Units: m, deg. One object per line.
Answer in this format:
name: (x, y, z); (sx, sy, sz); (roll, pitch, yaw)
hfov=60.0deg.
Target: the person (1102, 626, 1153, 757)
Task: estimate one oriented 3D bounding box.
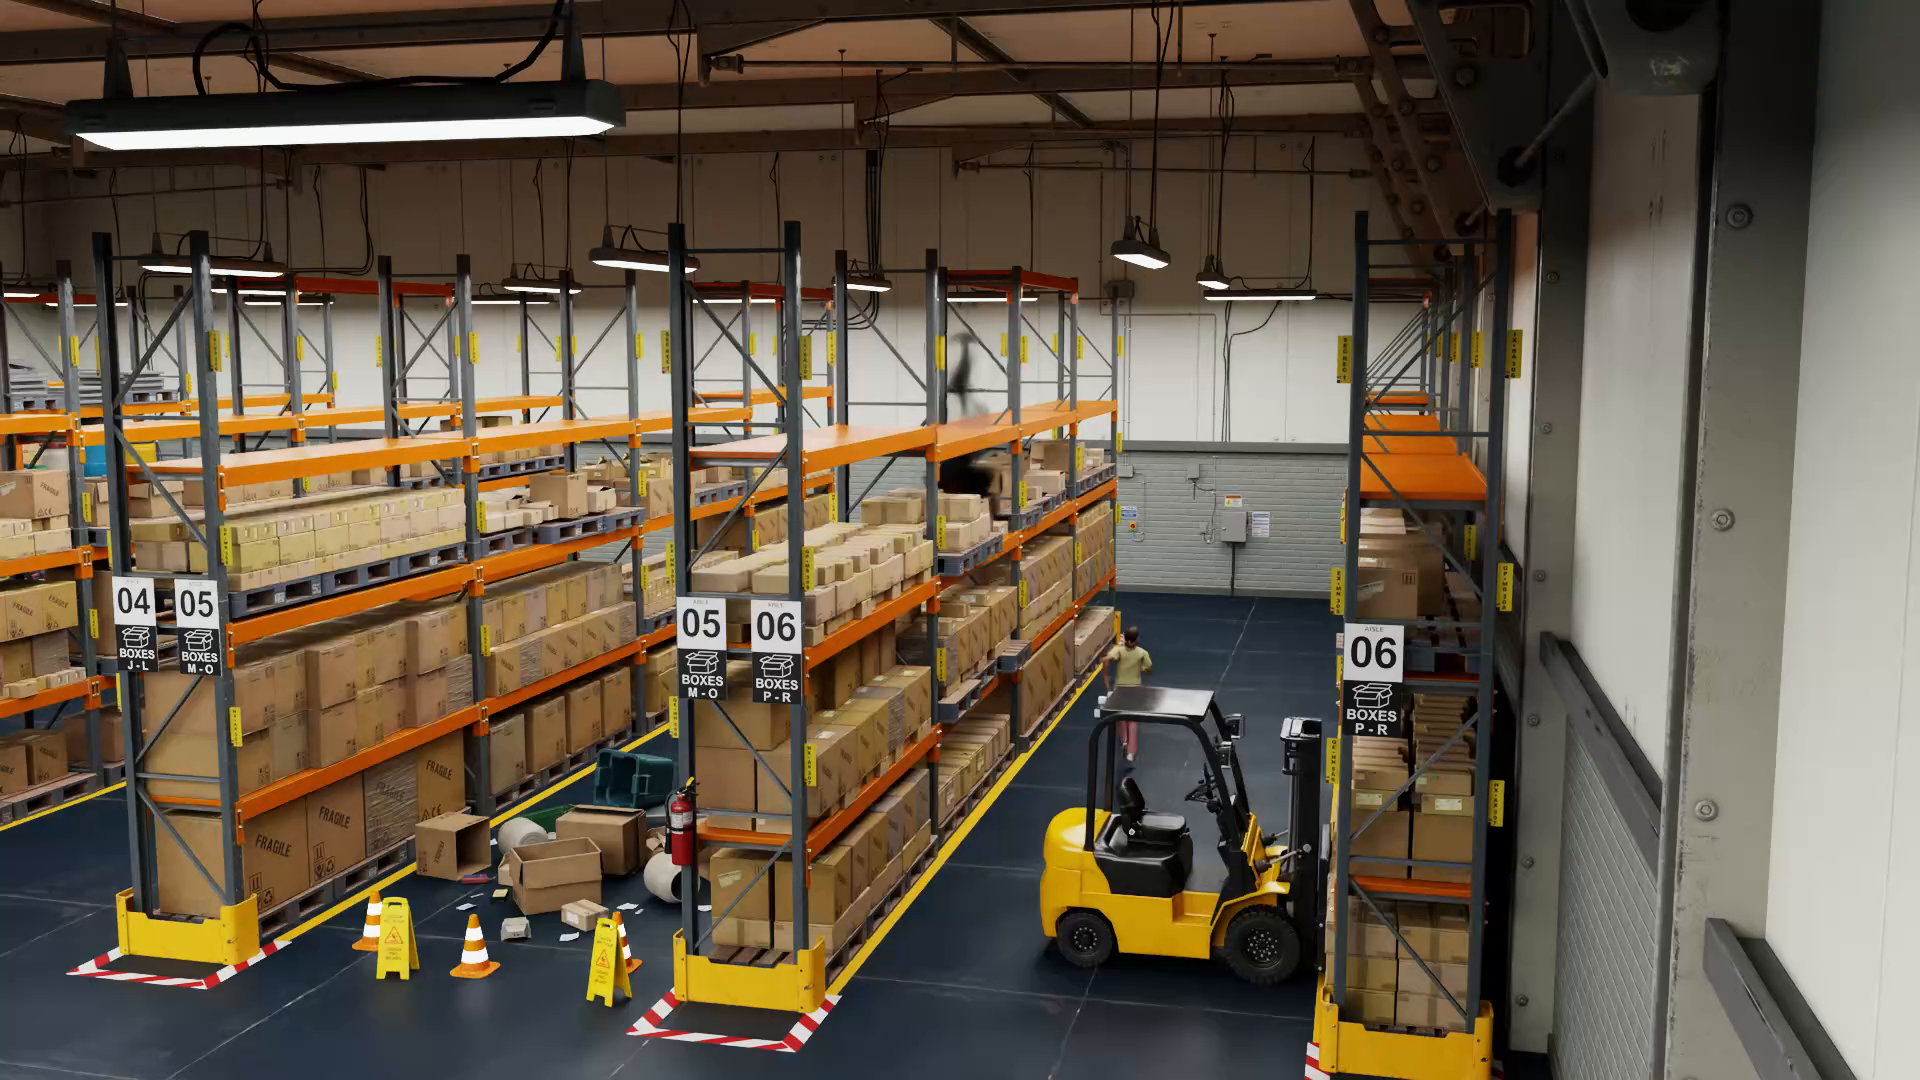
person: (2.035, 1.817, 20.194); (0.580, 1.519, 0.829); (2, 7, 15)
